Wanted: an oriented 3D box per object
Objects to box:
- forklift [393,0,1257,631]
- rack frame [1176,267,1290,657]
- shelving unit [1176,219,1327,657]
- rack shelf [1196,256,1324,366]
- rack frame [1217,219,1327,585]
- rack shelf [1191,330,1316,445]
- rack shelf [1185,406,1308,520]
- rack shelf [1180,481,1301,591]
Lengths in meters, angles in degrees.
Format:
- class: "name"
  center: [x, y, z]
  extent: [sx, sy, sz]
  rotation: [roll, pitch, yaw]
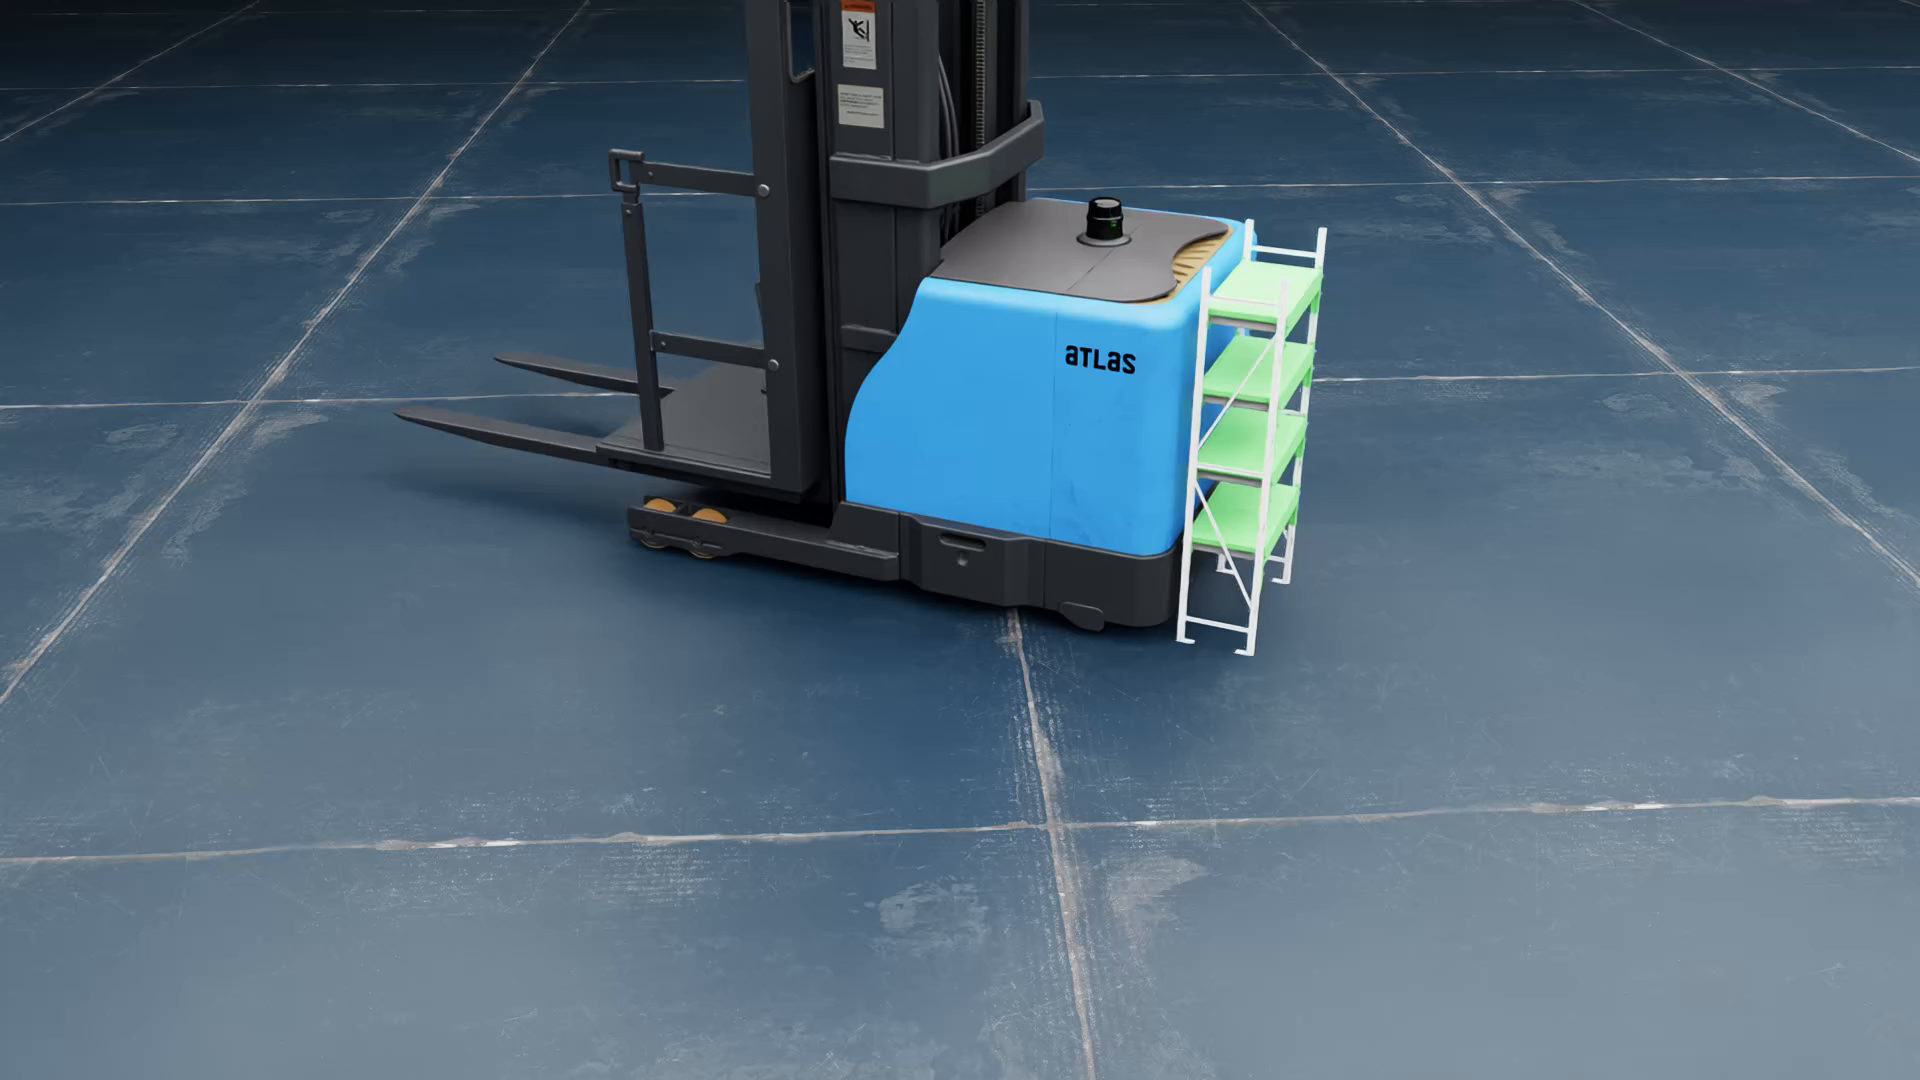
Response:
- class: "forklift"
  center: [-0.585, -1.447, 5.356]
  extent: [3.031, 2.935, 1.130]
  rotation: [11, 29, 20]
- class: "rack frame"
  center: [0.784, -0.201, 4.837]
  extent: [0.240, 1.200, 0.015]
  rotation: [11, 29, 20]
- class: "shelving unit"
  center: [0.878, -0.305, 5.037]
  extent: [0.258, 1.200, 0.503]
  rotation: [11, 29, 20]
- class: "rack shelf"
  center: [0.878, -0.674, 4.844]
  extent: [0.258, 0.148, 0.480]
  rotation: [11, 29, 20]
- class: "rack frame"
  center: [0.972, -0.409, 5.236]
  extent: [0.240, 1.200, 0.015]
  rotation: [11, 29, 20]
- class: "rack shelf"
  center: [0.878, -0.461, 4.955]
  extent: [0.258, 0.148, 0.480]
  rotation: [11, 29, 20]
- class: "rack shelf"
  center: [0.878, -0.248, 5.066]
  extent: [0.258, 0.148, 0.480]
  rotation: [11, 29, 20]
- class: "rack shelf"
  center: [0.878, -0.035, 5.177]
  extent: [0.258, 0.148, 0.480]
  rotation: [11, 29, 20]
